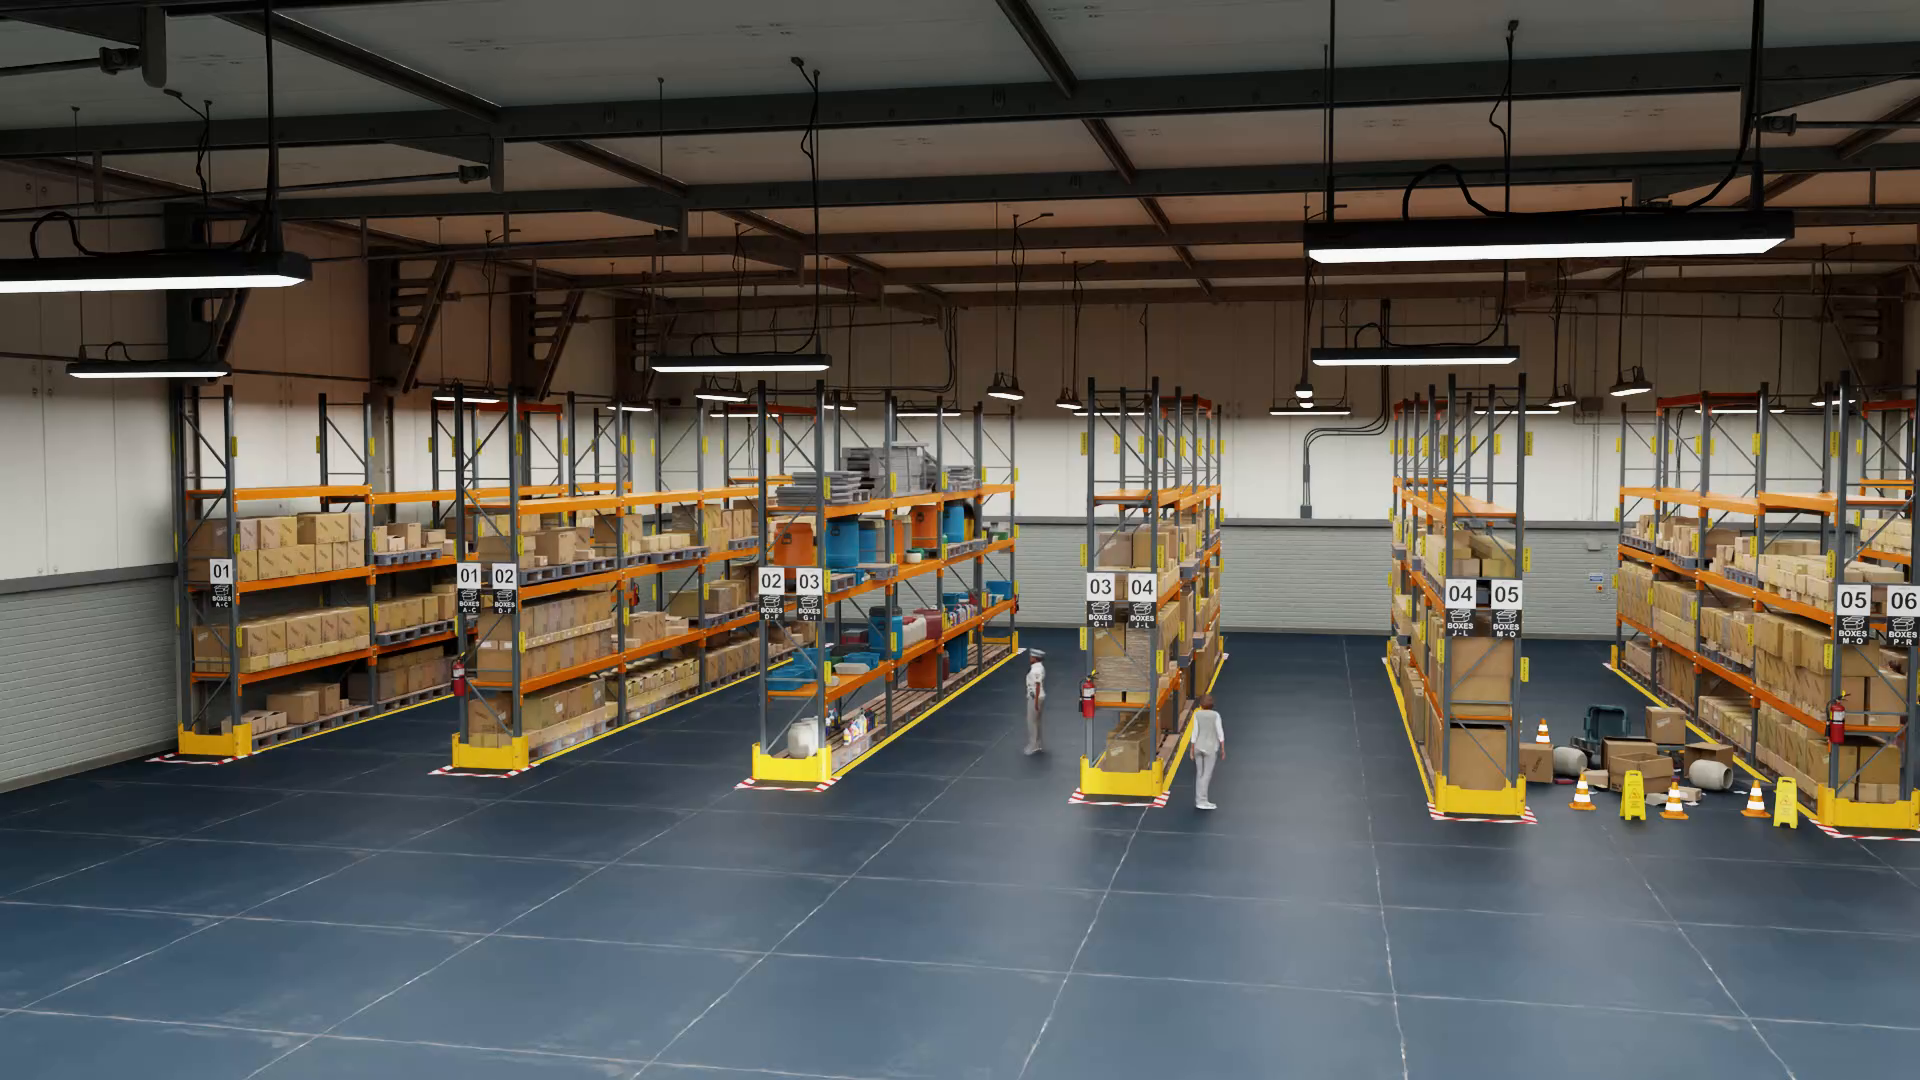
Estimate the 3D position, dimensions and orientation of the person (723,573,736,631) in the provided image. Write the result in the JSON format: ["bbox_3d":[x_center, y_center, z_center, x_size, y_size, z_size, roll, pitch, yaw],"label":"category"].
[{"bbox_3d":[-6.342,1.640,45.181,0.663,1.643,0.468,3,4,41],"label":"person"}]

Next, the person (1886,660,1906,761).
[{"bbox_3d":[14.737,2.736,26.200,0.619,1.686,0.628,1,3,17],"label":"person"}]

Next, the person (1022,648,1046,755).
[{"bbox_3d":[1.222,2.648,27.293,0.360,1.720,0.580,1,3,10],"label":"person"}]

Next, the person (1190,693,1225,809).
[{"bbox_3d":[3.424,2.911,22.963,0.444,1.598,0.351,3,4,43],"label":"person"}]
